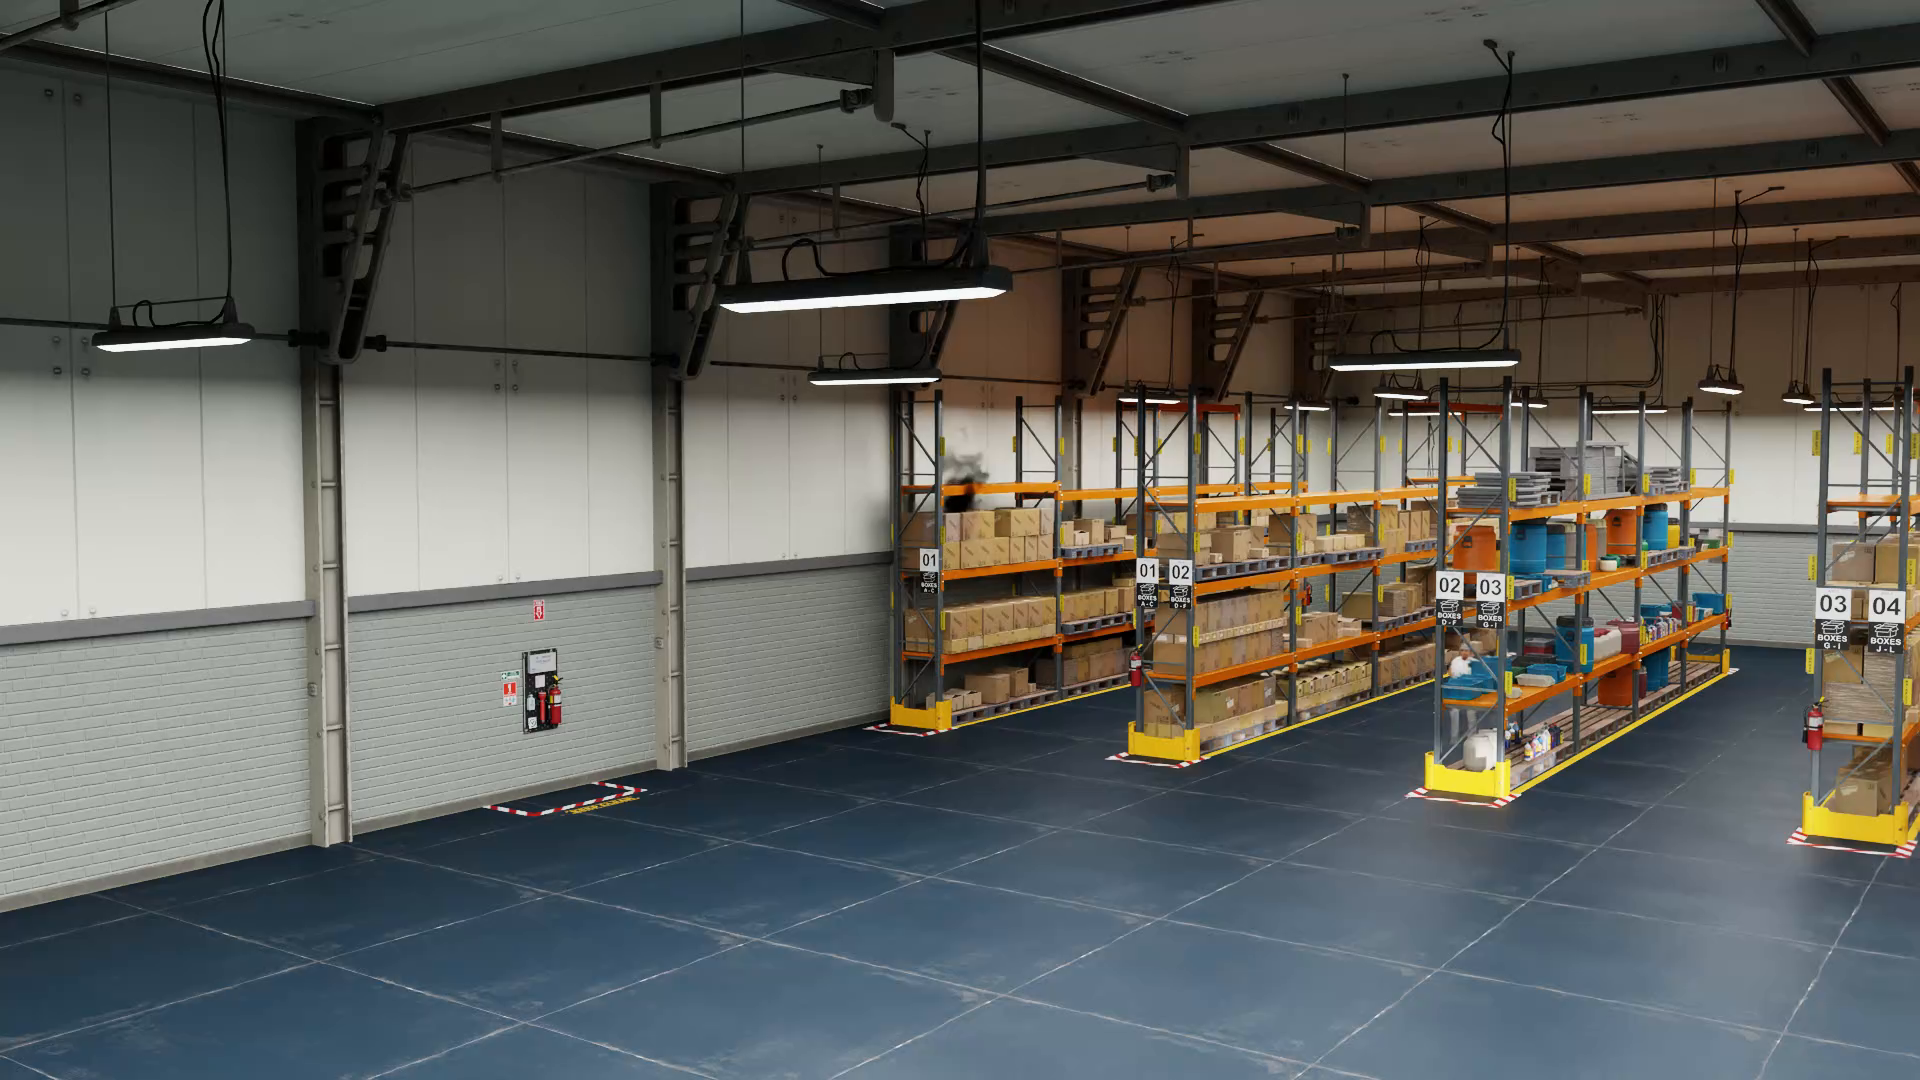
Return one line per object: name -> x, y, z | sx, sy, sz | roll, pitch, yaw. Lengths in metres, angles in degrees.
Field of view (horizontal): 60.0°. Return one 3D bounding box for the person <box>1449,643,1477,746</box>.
person -> 8.506, 2.594, 28.042 | 0.580, 1.727, 0.770 | 2, 4, 27
